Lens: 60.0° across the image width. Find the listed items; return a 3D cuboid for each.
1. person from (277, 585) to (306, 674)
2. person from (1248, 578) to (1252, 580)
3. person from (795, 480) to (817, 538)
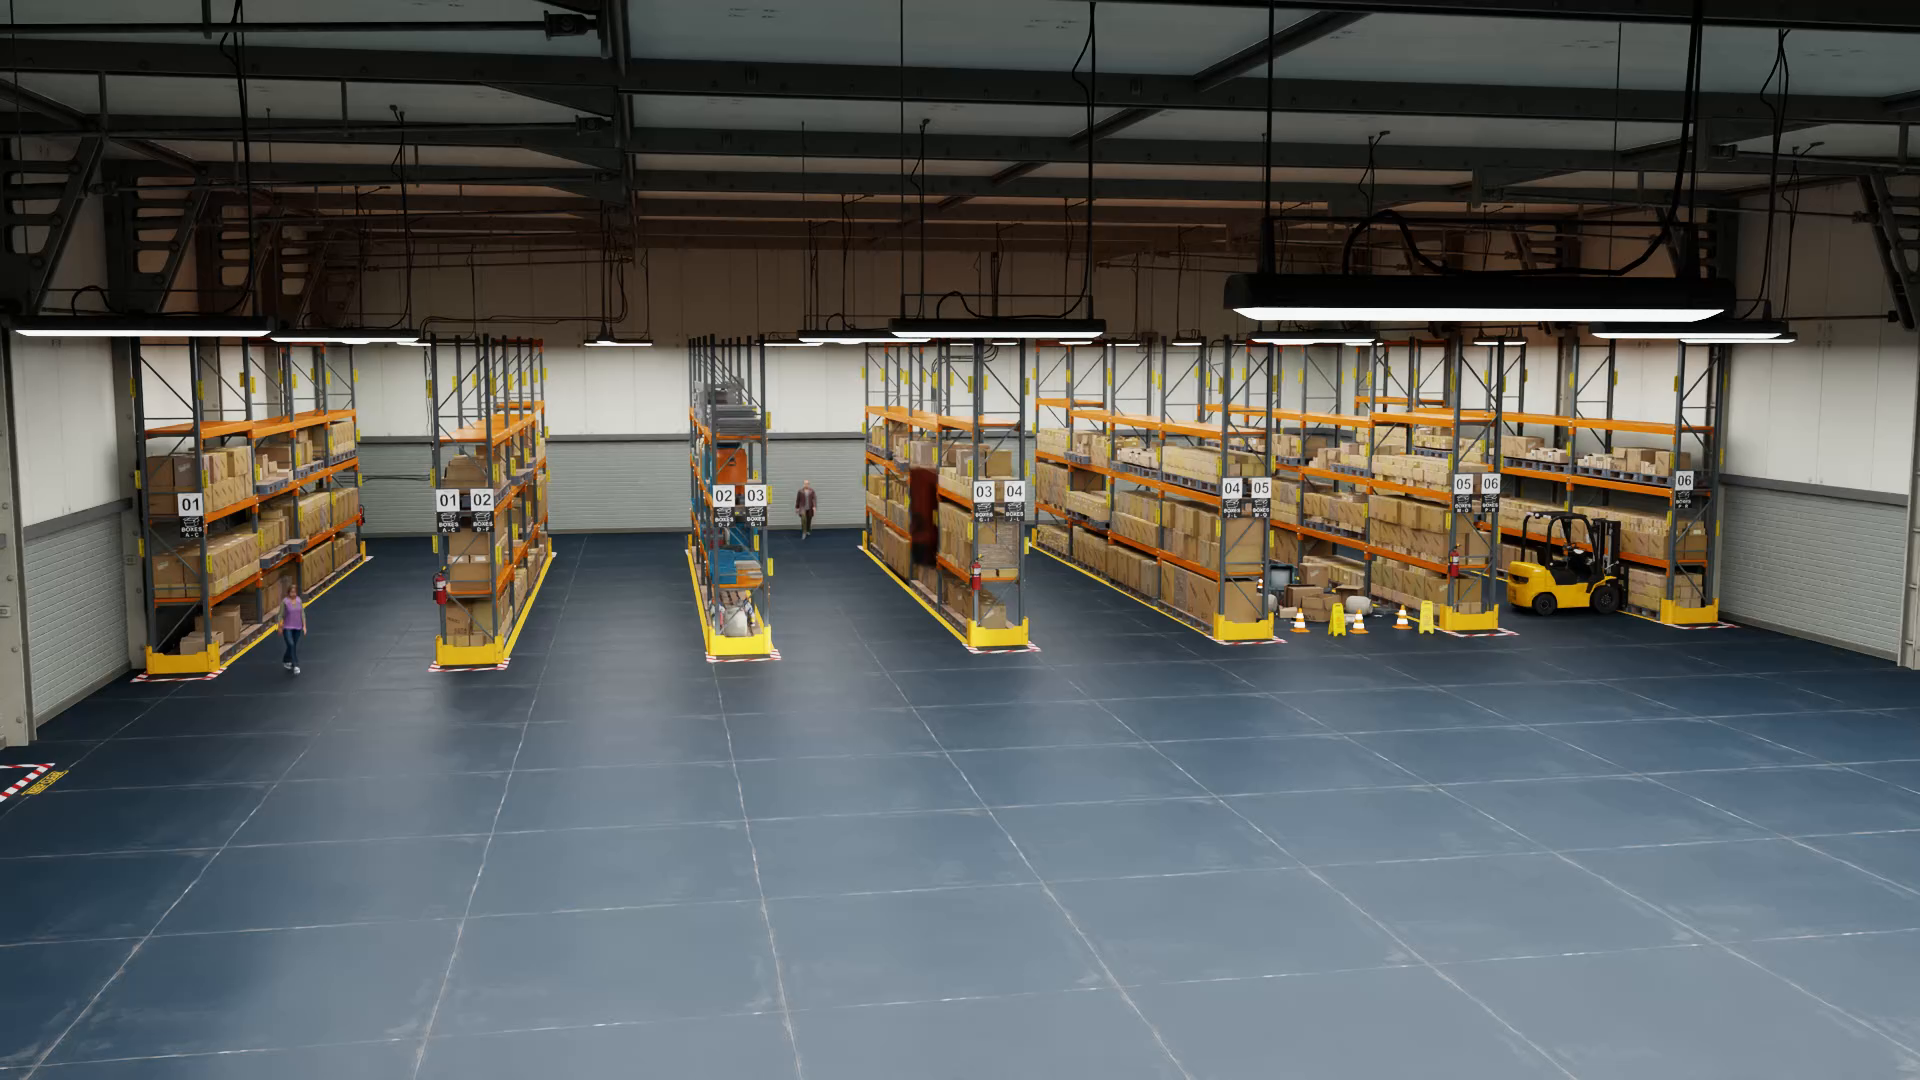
[{"bbox_3d":[-11.823,1.562,29.463,0.951,1.542,0.447,5,8,38],"label":"person"},{"bbox_3d":[7.073,0.199,41.037,0.521,1.697,0.370,-6,9,-41],"label":"person"},{"bbox_3d":[-4.660,-0.960,50.615,0.620,1.718,1.115,-2,7,-15],"label":"person"}]
